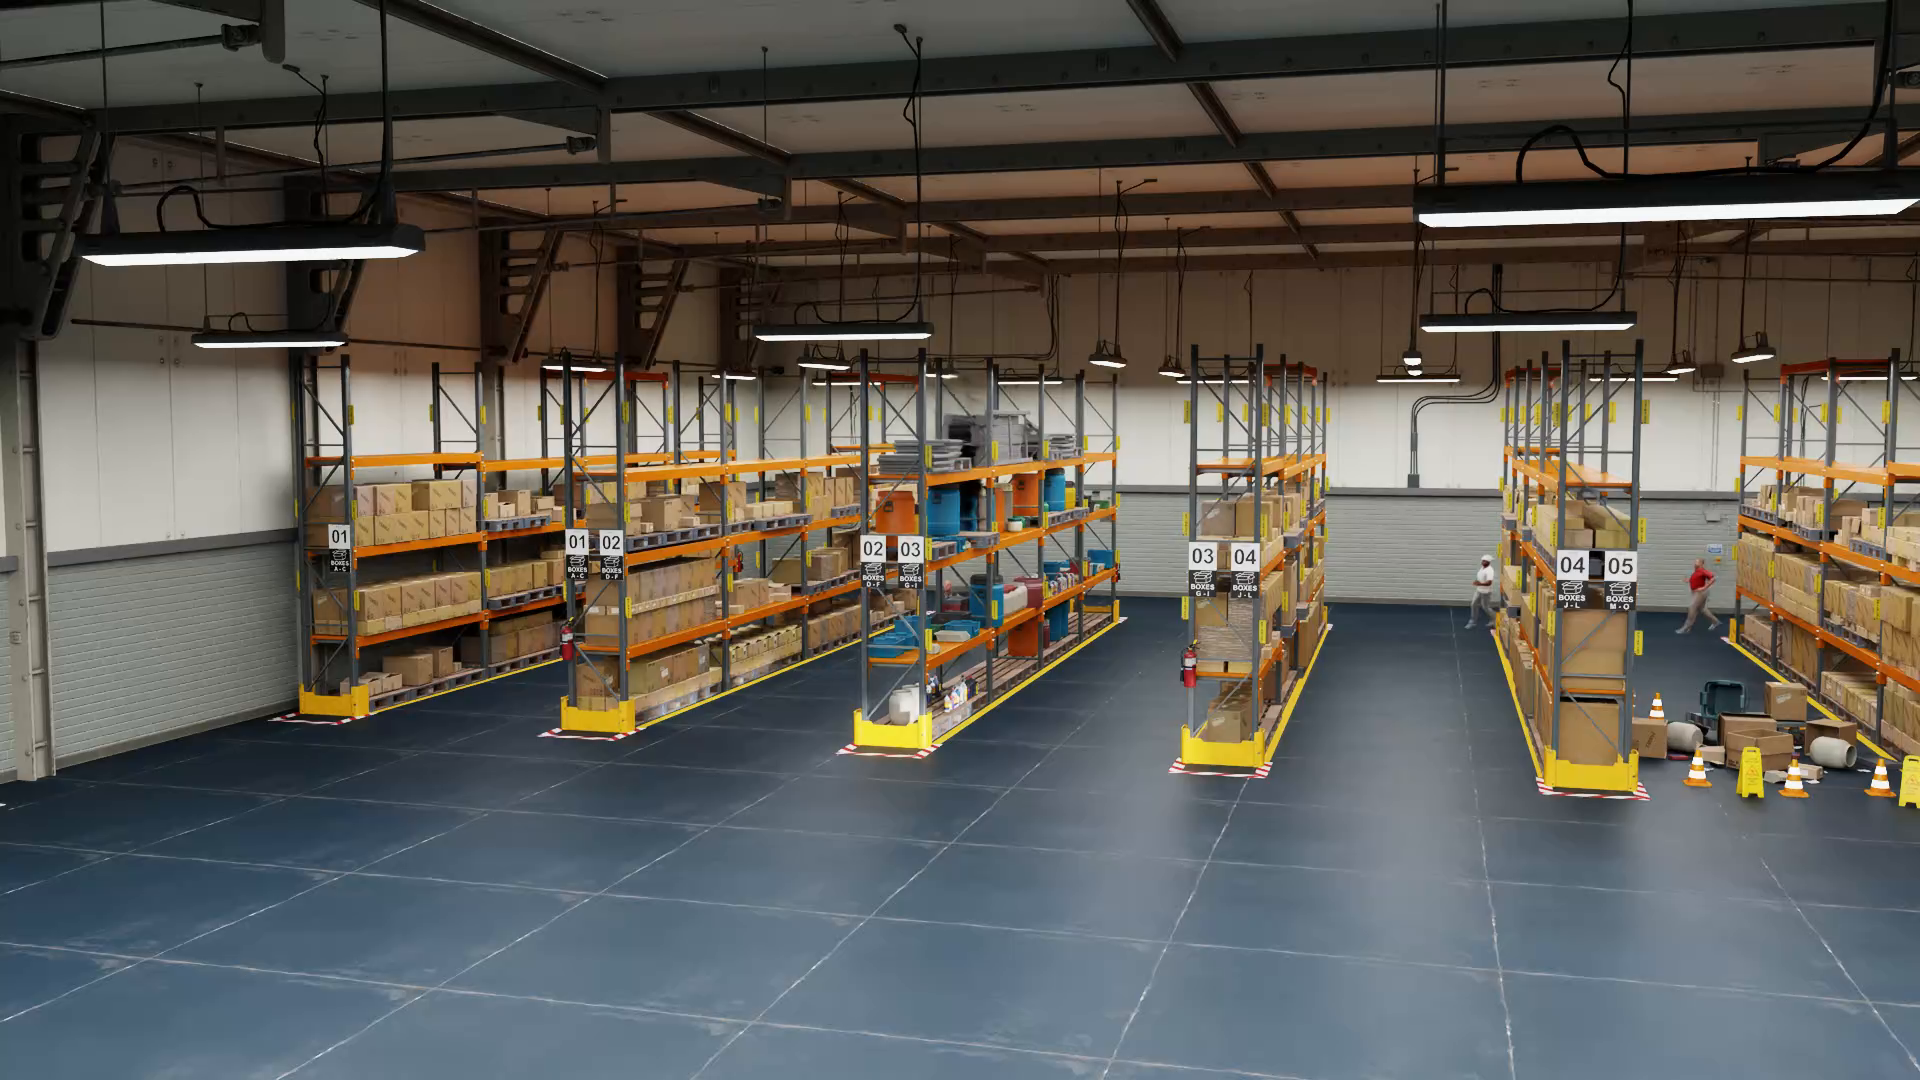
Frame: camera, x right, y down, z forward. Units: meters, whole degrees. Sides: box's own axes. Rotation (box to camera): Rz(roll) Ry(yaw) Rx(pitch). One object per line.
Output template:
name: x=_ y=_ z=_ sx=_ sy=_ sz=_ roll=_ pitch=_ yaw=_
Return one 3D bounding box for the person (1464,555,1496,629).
person: x=12.267 y=1.221 z=38.813 sx=0.818 sy=1.787 sz=0.703 roll=-1 pitch=4 yaw=-10

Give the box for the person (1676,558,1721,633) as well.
person: x=16.926 y=1.313 z=38.046 sx=0.980 sy=1.674 sz=0.665 roll=1 pitch=4 yaw=13

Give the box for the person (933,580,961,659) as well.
person: x=-0.264 y=1.618 z=33.517 sx=0.657 sy=1.610 sz=0.710 roll=1 pitch=4 yaw=14
